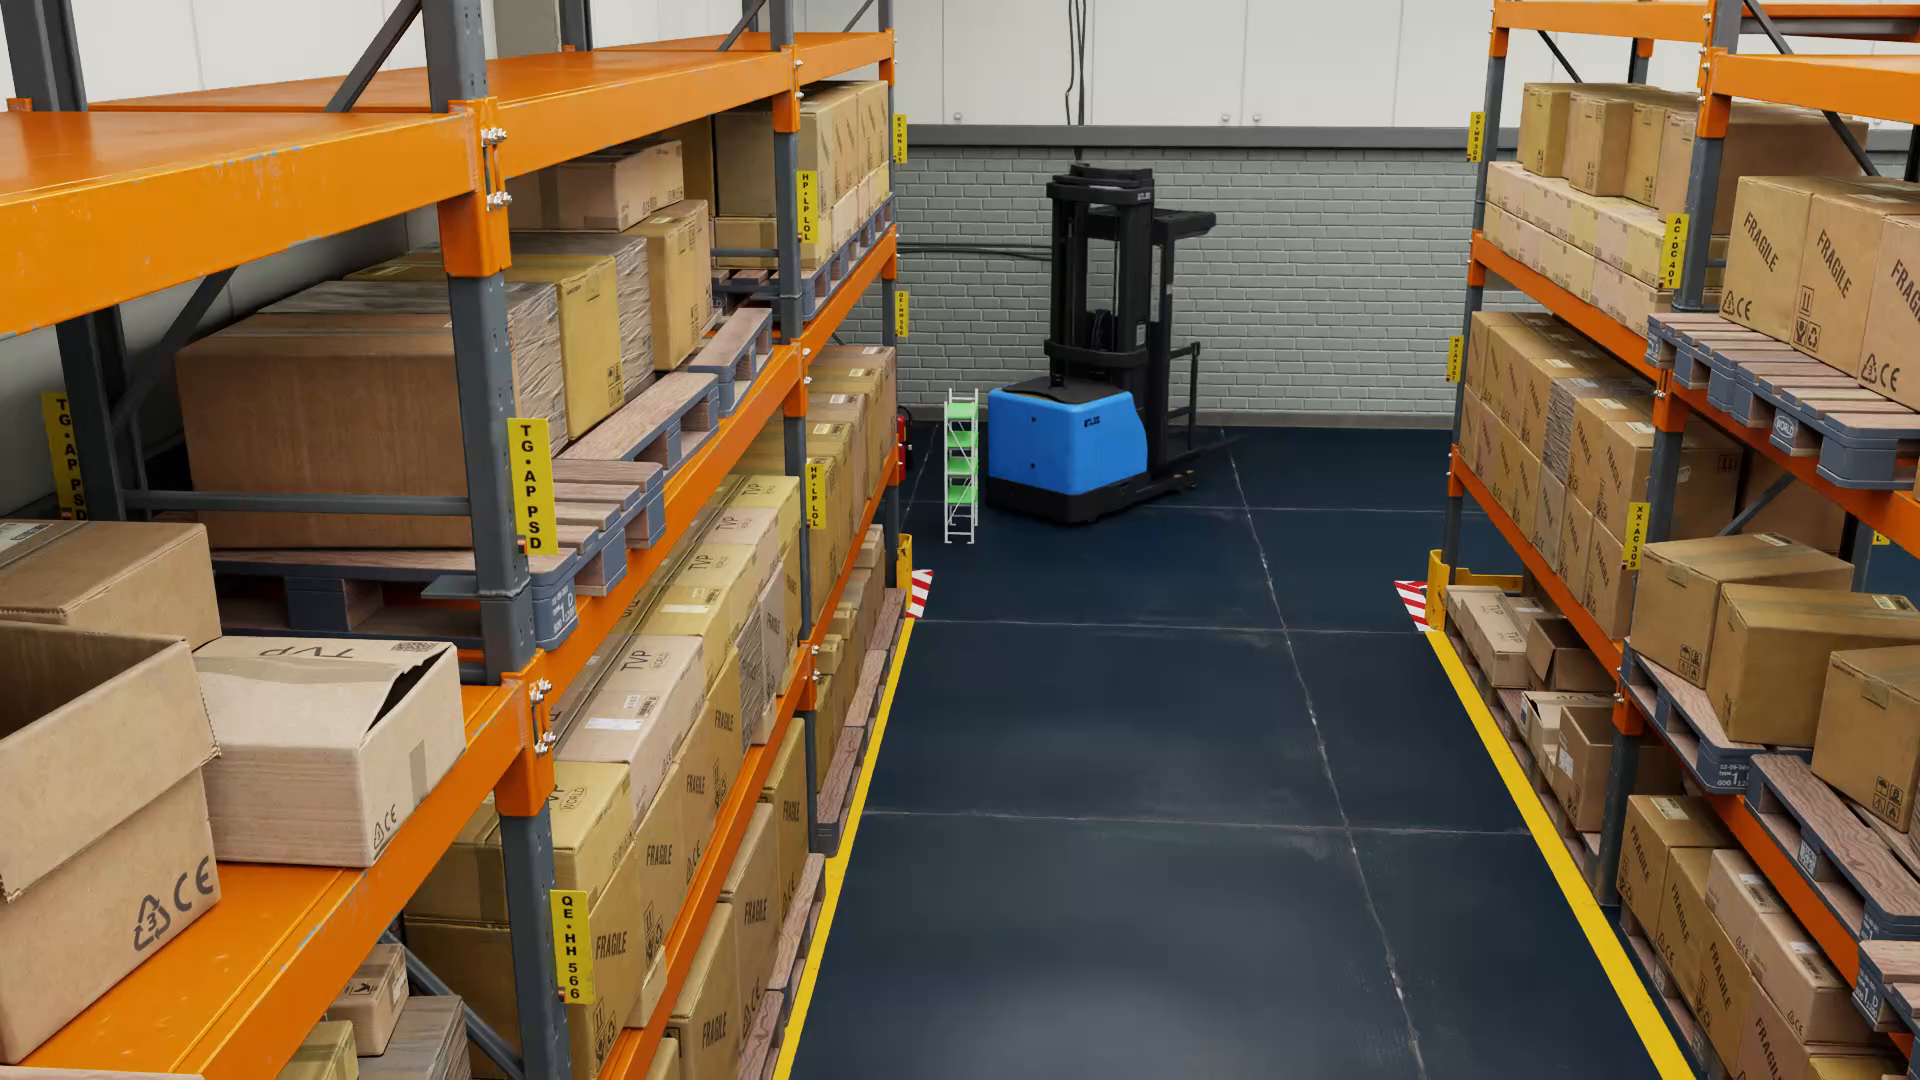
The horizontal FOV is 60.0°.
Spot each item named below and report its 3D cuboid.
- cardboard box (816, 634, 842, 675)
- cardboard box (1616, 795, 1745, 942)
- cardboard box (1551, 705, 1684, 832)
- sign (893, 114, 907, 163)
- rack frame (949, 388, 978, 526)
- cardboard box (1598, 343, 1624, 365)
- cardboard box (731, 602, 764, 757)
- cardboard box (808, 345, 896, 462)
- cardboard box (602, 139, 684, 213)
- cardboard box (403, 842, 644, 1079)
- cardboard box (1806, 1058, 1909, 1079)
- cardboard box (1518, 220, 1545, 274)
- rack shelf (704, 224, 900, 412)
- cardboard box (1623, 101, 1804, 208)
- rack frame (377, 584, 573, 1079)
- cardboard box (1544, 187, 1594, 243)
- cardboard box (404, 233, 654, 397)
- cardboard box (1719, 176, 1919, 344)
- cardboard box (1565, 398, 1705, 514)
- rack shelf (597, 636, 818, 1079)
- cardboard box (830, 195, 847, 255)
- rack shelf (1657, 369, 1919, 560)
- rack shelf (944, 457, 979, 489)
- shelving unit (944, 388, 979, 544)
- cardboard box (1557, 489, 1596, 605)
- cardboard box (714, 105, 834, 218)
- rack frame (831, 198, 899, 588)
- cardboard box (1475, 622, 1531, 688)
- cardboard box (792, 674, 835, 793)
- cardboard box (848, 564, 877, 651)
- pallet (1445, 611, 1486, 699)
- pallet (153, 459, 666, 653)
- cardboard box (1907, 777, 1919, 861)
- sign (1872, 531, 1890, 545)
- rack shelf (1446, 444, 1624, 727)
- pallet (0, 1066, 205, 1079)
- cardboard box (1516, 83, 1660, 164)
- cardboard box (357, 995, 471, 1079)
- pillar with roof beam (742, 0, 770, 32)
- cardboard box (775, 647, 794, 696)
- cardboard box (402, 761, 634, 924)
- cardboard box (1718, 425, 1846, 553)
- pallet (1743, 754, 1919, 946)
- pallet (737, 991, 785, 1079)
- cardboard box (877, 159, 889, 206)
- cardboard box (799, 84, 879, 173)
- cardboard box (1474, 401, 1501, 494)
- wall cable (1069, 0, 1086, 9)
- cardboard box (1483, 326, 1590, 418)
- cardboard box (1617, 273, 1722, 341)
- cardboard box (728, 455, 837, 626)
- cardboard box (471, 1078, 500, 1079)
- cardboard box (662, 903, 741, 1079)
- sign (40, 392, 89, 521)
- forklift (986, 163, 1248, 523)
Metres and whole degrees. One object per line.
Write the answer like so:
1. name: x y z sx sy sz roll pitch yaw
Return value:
1. cardboard box: -0.878 0.643 9.442 0.380 0.149 0.250 2 18 6
2. cardboard box: 3.423 1.528 7.750 0.500 0.500 0.500 0 18 1
3. cardboard box: 3.459 1.200 8.751 0.500 0.500 0.500 1 18 4
4. sign: -0.413 -2.739 11.353 0.100 0.325 0.005 1 18 4
5. rack frame: 0.029 -0.697 14.124 0.240 1.200 0.015 1 18 4
6. cardboard box: 4.162 -0.898 10.080 0.500 0.500 0.500 2 18 5
7. cardboard box: -1.093 0.560 6.725 0.500 0.500 0.500 1 18 4
8. cardboard box: -0.980 -0.931 11.465 0.980 0.700 0.700 2 18 6
9. cardboard box: -1.434 -1.473 6.712 0.500 0.250 0.500 3 18 8
10. cardboard box: -1.237 1.194 4.791 0.500 0.500 0.500 2 18 6
11. cardboard box: 3.284 2.169 5.793 0.500 0.500 0.500 1 18 2
12. cardboard box: 3.614 -1.728 9.802 0.500 0.250 0.500 1 18 4
13. rack shelf: -1.097 -1.410 9.745 1.077 0.370 4.000 1 18 4
14. cardboard box: 3.905 -2.003 8.635 0.700 0.500 0.500 1 18 4
15. rack frame: -1.527 1.538 4.413 1.000 3.000 0.127 1 18 4
16. cardboard box: 3.579 -1.810 9.250 0.500 0.250 0.500 1 18 4
17. cardboard box: -1.488 -0.787 5.825 0.700 0.500 0.500 1 18 4
18. cardboard box: 3.591 -1.161 6.835 0.600 0.600 0.600 0 18 -1
19. cardboard box: 3.513 -0.440 8.682 0.500 0.500 0.500 1 18 3
20. rack shelf: -1.384 1.258 6.421 1.077 0.370 4.000 1 18 4
21. cardboard box: -0.877 -1.673 8.799 0.500 0.250 0.500 1 18 3
22. rack shelf: 3.557 -0.058 5.620 1.077 0.370 4.000 1 18 4
23. rack shelf: 0.012 -0.561 13.913 0.258 0.148 0.480 1 18 4
24. shelving unit: 0.012 -0.622 13.893 0.258 1.200 0.503 1 18 4
25. cardboard box: 3.516 0.036 8.835 0.500 0.500 0.500 2 18 5
26. cardboard box: -0.910 -1.878 8.220 0.500 0.500 0.500 1 18 3
27. rack frame: -0.954 -0.947 11.996 1.000 3.000 0.127 1 18 4
28. cardboard box: 3.594 0.733 10.578 0.500 0.250 0.500 1 18 4
29. cardboard box: -1.084 1.054 9.230 0.700 0.500 0.500 2 18 5
30. cardboard box: -0.940 0.416 11.175 0.700 0.500 0.500 1 18 4
31. pallet: 3.926 0.759 11.269 1.003 0.211 1.213 1 18 4
32. pallet: -1.534 0.001 4.590 1.213 0.211 1.003 2 18 6
33. cardboard box: 3.603 0.922 5.457 0.700 0.500 0.500 5 19 14
34. sign: 4.255 -0.134 7.656 0.100 0.325 0.005 1 18 4
35. rack shelf: 3.844 0.125 9.879 1.077 0.370 4.000 1 18 4
36. pallet: -1.592 0.932 1.745 1.213 0.211 1.003 1 18 4
37. cardboard box: 3.967 -2.626 10.536 0.700 0.500 0.500 1 18 4
38. cardboard box: -1.551 1.427 3.883 0.700 0.500 0.500 -1 18 -3
39. pillar with roof beam: 2.671 -4.560 13.387 9.100 9.000 0.400 1 18 4
40. cardboard box: -0.977 0.595 7.660 0.380 0.149 0.250 2 18 5
41. cardboard box: -1.235 0.839 4.672 0.500 0.250 0.500 2 18 5
42. cardboard box: 4.015 -0.258 8.127 0.500 0.500 0.500 2 18 5
43. pallet: 3.549 1.134 5.953 1.003 0.211 1.213 1 18 4
44. pallet: -1.305 2.242 6.743 1.003 0.211 1.213 1 18 4
45. cardboard box: -0.741 -2.315 10.759 0.500 0.250 0.500 2 18 6
46. cardboard box: -0.781 -2.516 10.169 0.500 0.500 0.500 2 18 6
47. cardboard box: 3.661 -0.593 10.755 0.500 0.500 0.500 1 18 3
48. wall cable: 2.507 -6.411 15.911 3.097 2.526 0.112 1 18 4
49. cardboard box: 3.663 -1.066 10.592 0.500 0.500 0.500 1 18 4
50. cardboard box: 3.470 -1.106 7.906 0.500 0.250 0.500 1 18 4
51. cardboard box: -1.185 -0.015 8.671 0.980 0.700 0.700 2 18 5
52. cardboard box: -1.273 1.550 4.746 0.380 0.149 0.250 1 18 3
53. cardboard box: -1.274 1.862 6.201 0.750 0.750 0.750 1 18 4
54. sign: -2.080 -0.186 3.899 0.100 0.325 0.005 1 18 4
55. forklift: 1.579 -1.923 15.083 1.130 2.935 3.031 15 24 39
